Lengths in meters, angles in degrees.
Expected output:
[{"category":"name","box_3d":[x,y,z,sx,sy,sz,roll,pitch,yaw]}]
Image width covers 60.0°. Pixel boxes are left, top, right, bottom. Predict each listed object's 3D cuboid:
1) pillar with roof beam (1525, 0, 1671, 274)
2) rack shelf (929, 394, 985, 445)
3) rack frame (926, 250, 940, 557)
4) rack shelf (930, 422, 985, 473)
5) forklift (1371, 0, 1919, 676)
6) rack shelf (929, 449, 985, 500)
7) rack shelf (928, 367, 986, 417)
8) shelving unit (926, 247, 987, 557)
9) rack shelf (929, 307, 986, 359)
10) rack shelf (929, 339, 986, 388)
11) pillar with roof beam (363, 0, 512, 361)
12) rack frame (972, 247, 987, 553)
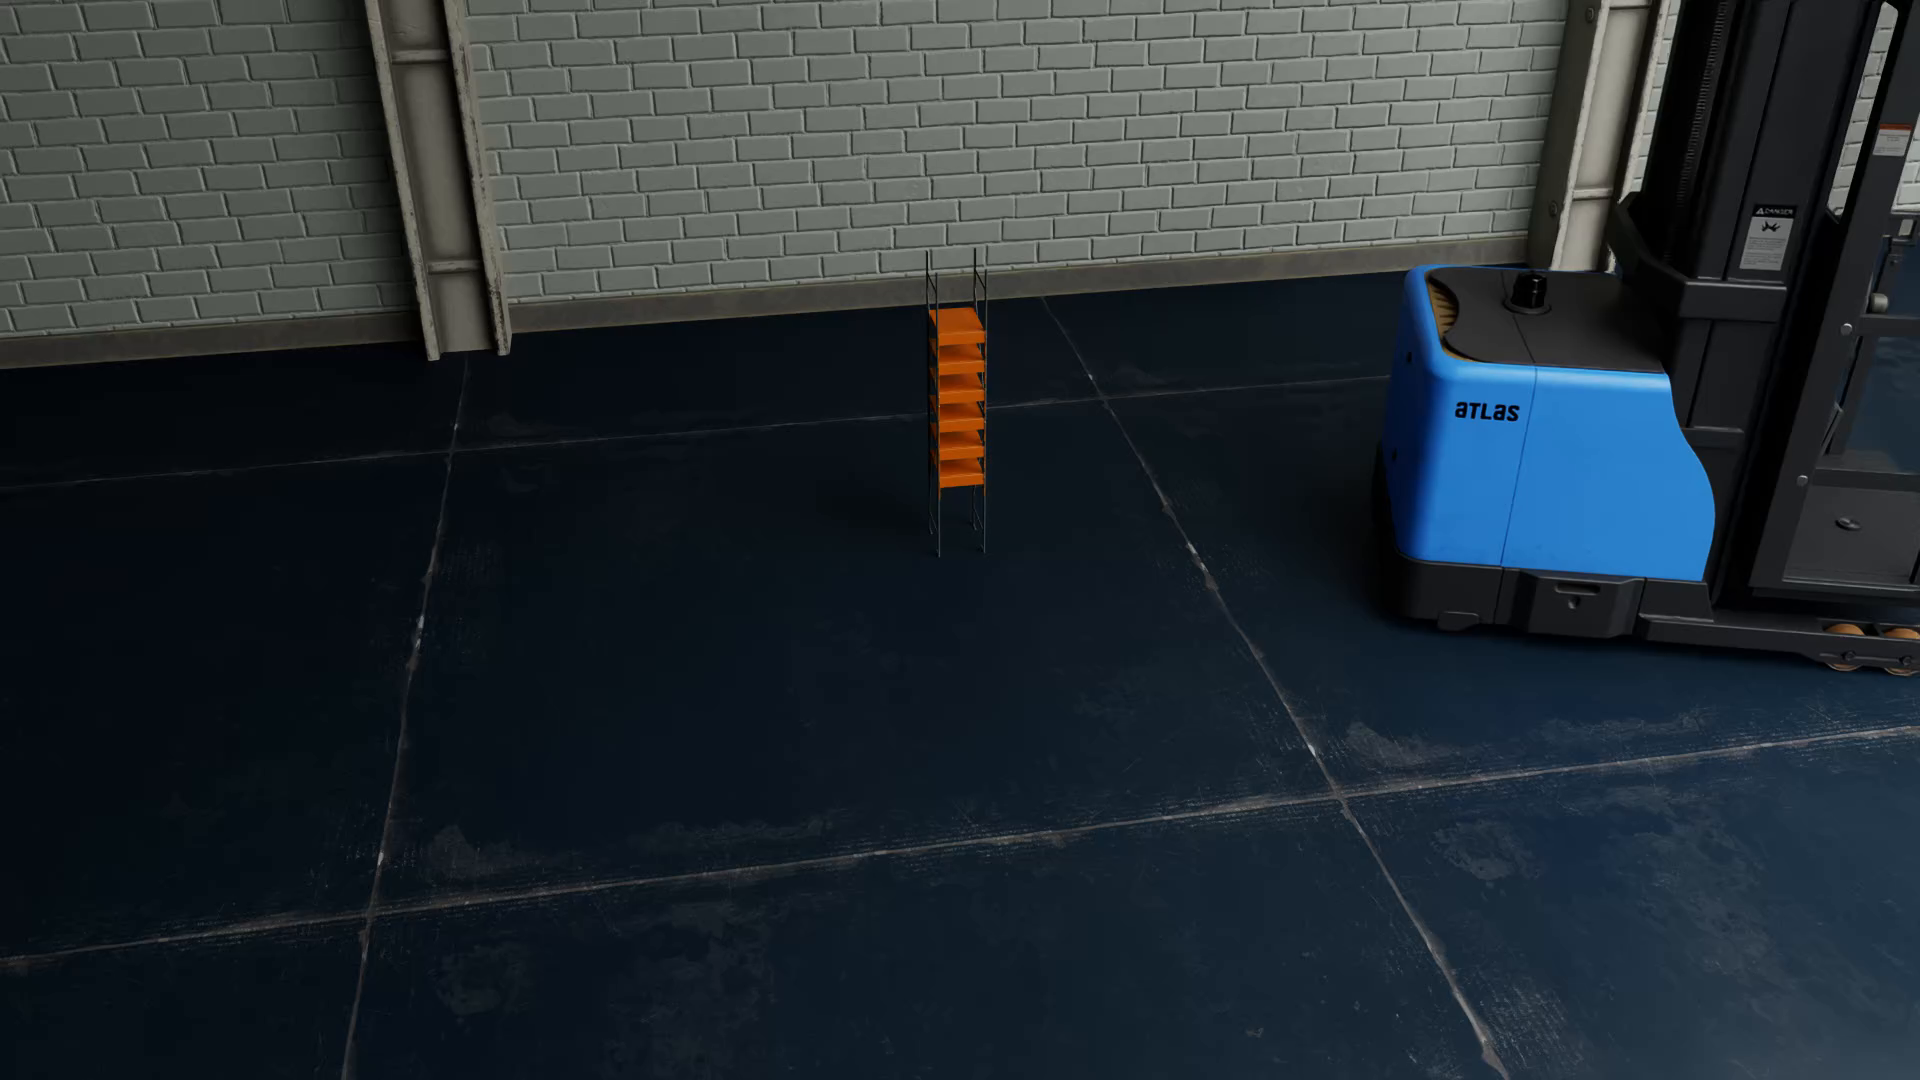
[{"category":"pillar with roof beam","box_3d":[4.195,-3.267,3.428,0.400,9.000,9.100,-5,31,-9]},{"category":"rack shelf","box_3d":[-0.014,-0.478,6.466,0.180,0.103,0.258,-5,31,-9]},{"category":"rack frame","box_3d":[-0.104,-0.508,6.429,0.006,1.200,0.240,-5,31,-9]},{"category":"rack shelf","box_3d":[-0.014,-0.374,6.527,0.180,0.103,0.258,-5,31,-9]},{"category":"forklift","box_3d":[3.149,-1.070,5.678,3.031,2.935,1.130,4,31,7]},{"category":"rack shelf","box_3d":[-0.014,-0.271,6.588,0.180,0.103,0.258,-5,31,-9]},{"category":"rack shelf","box_3d":[-0.014,-0.581,6.405,0.180,0.103,0.258,-5,31,-9]},{"category":"shelving unit","box_3d":[-0.014,-0.516,6.444,0.189,1.200,0.258,-5,31,-9]},{"category":"rack shelf","box_3d":[-0.014,-0.788,6.284,0.180,0.103,0.258,-5,31,-9]},{"category":"rack shelf","box_3d":[-0.014,-0.684,6.344,0.180,0.103,0.258,-5,31,-9]},{"category":"pillar with roof beam","box_3d":[-1.706,-2.719,2.497,0.400,9.000,9.100,-5,31,-9]},{"category":"rack frame","box_3d":[0.076,-0.524,6.458,0.006,1.200,0.240,-5,31,-9]}]
